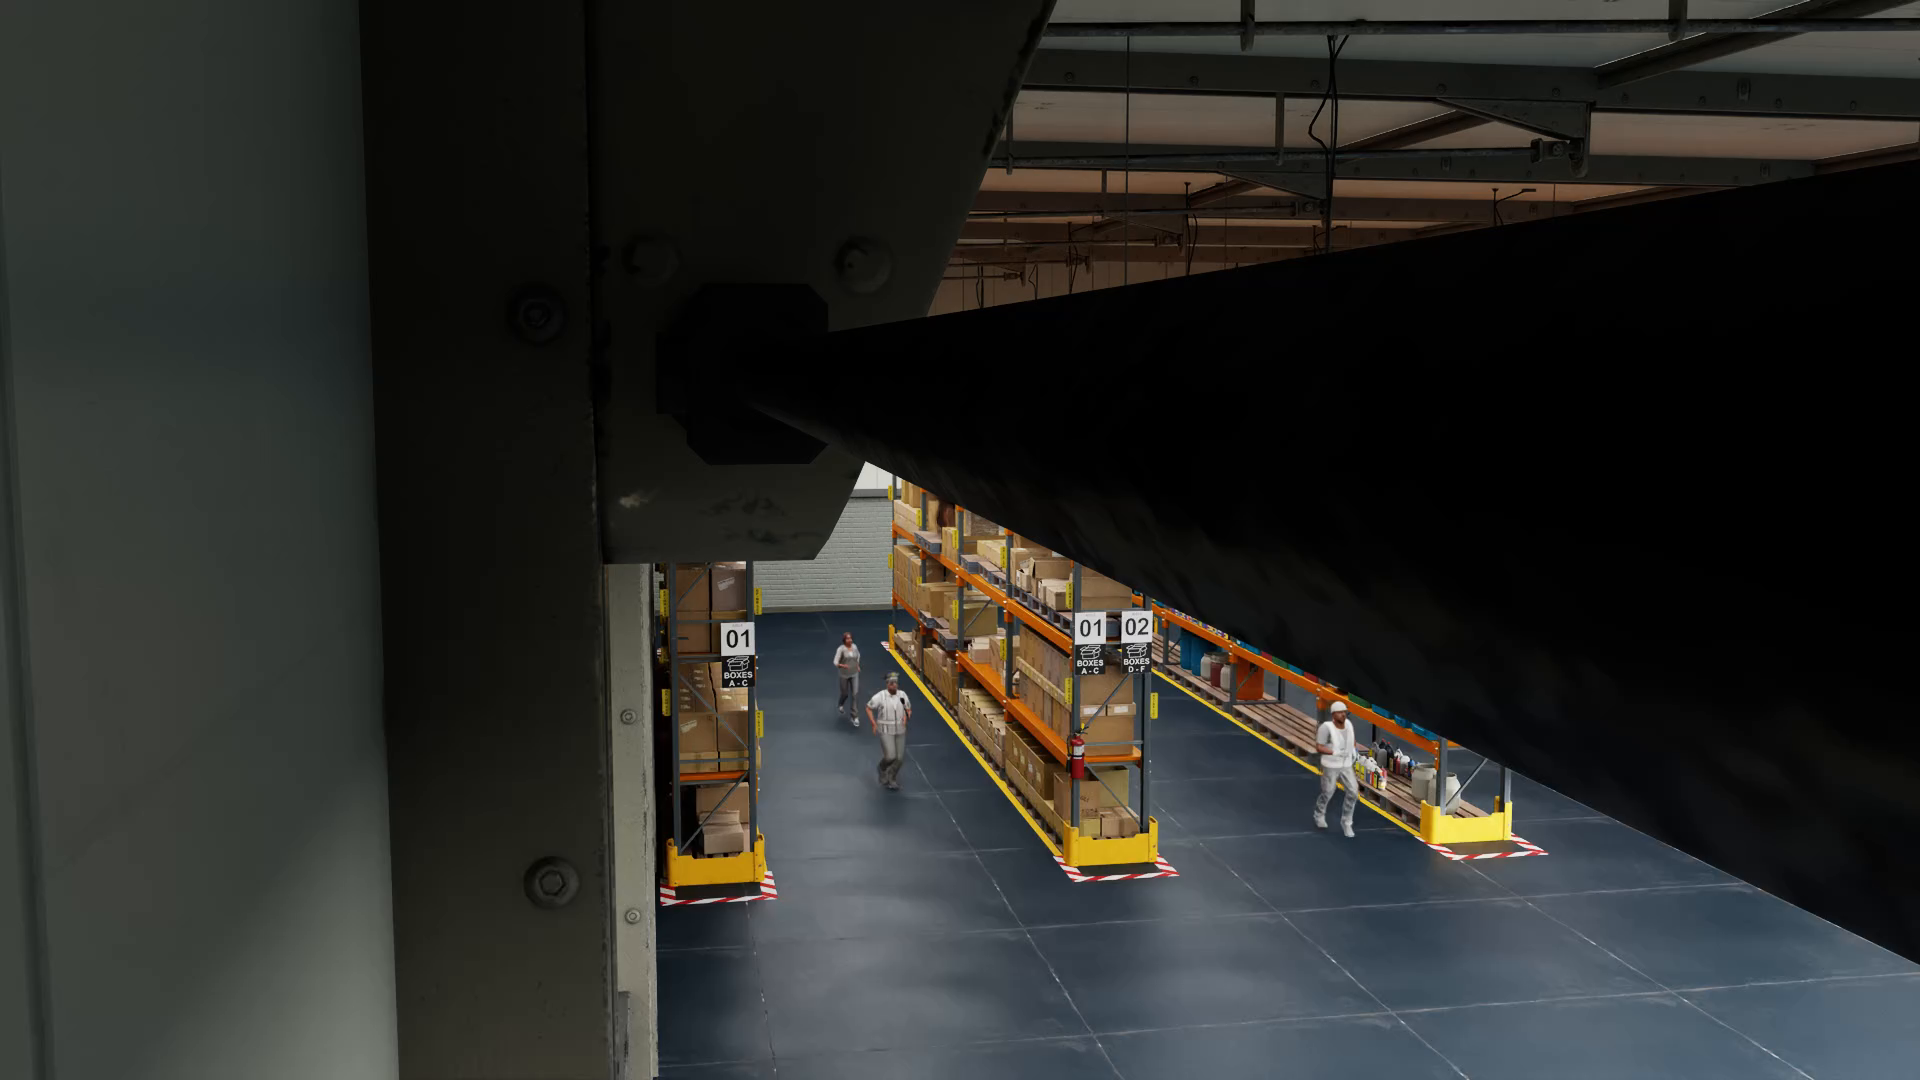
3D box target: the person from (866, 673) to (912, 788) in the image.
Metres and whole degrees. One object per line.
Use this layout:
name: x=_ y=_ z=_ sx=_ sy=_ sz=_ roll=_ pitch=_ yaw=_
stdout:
person: x=-0.987 y=2.814 z=24.487 sx=0.651 sy=1.740 sz=0.602 roll=-3 pitch=7 yaw=-24

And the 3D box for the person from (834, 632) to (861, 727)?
person: x=-1.959 y=2.393 z=29.042 sx=0.538 sy=1.605 sz=0.877 roll=-3 pitch=7 yaw=-22

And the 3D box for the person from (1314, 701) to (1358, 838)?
person: x=5.040 y=3.055 z=22.193 sx=0.707 sy=1.846 sz=0.751 roll=-2 pitch=7 yaw=-20
